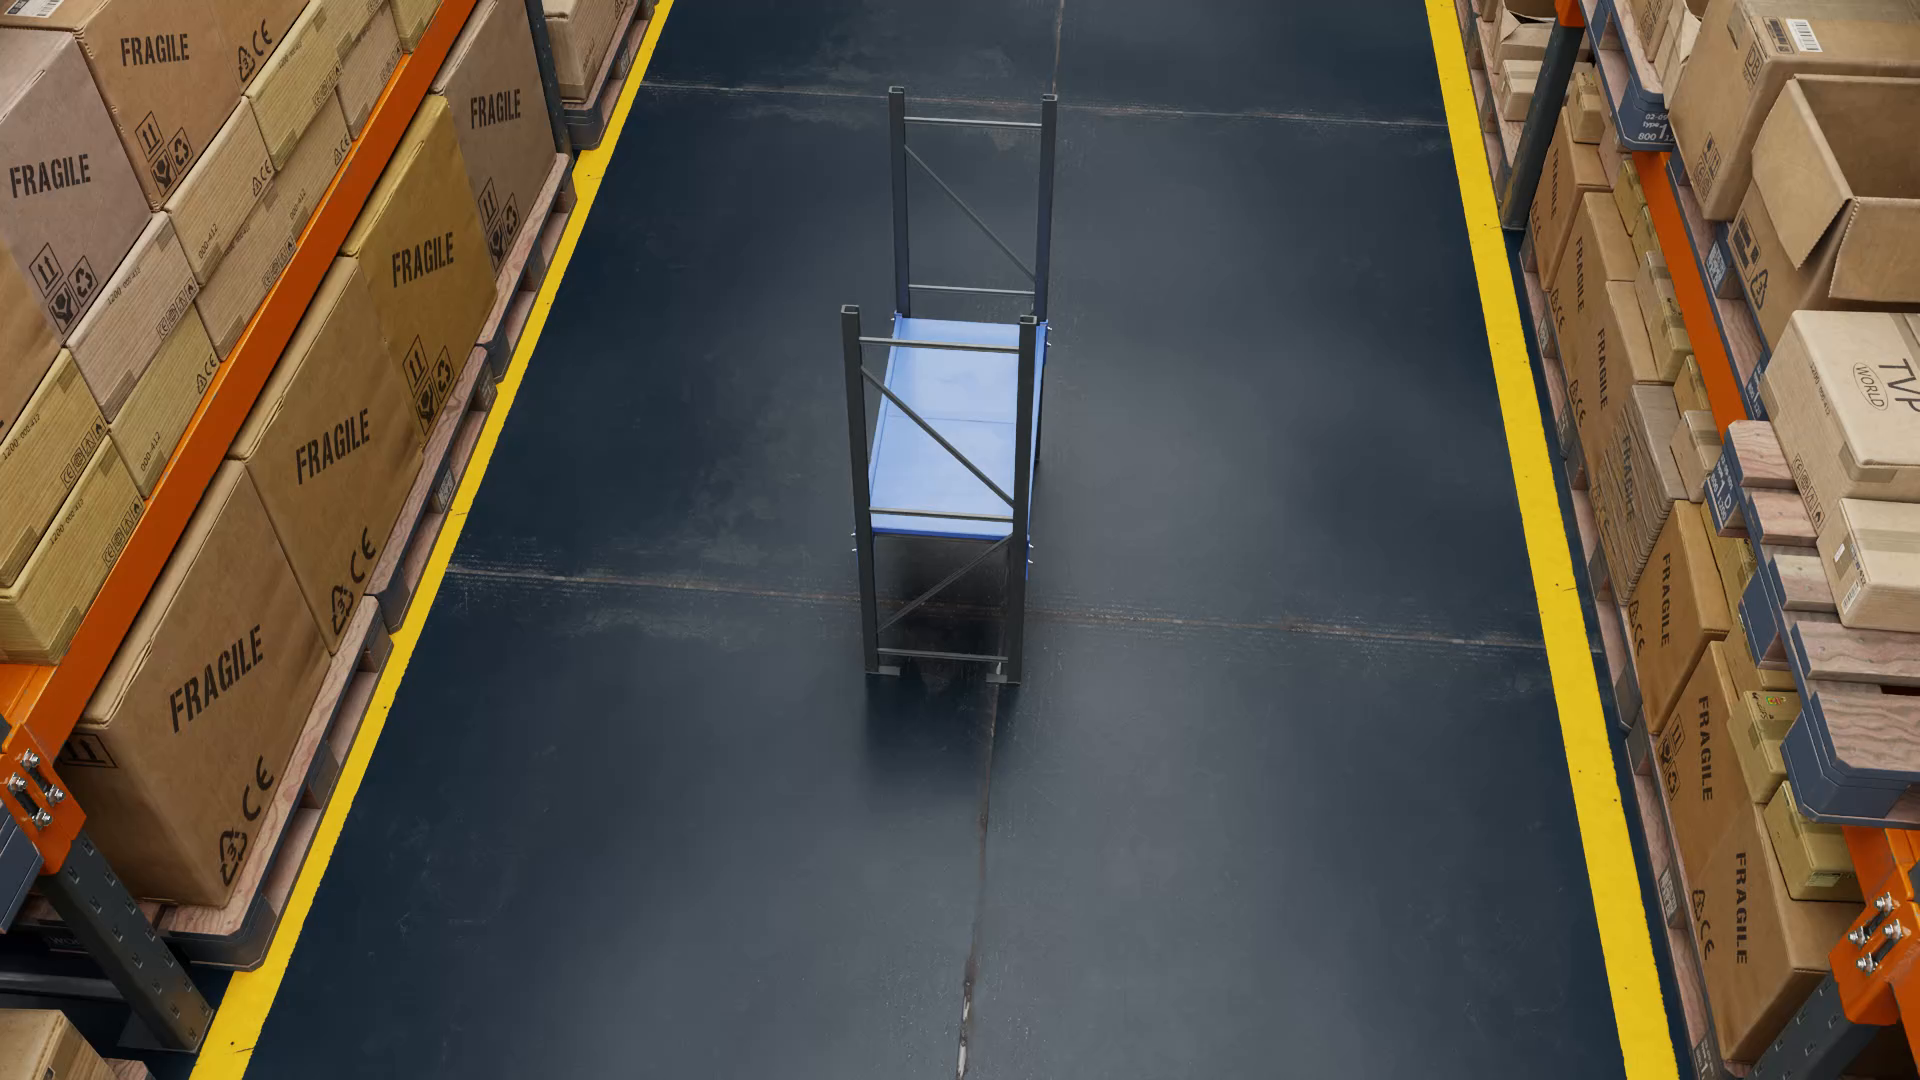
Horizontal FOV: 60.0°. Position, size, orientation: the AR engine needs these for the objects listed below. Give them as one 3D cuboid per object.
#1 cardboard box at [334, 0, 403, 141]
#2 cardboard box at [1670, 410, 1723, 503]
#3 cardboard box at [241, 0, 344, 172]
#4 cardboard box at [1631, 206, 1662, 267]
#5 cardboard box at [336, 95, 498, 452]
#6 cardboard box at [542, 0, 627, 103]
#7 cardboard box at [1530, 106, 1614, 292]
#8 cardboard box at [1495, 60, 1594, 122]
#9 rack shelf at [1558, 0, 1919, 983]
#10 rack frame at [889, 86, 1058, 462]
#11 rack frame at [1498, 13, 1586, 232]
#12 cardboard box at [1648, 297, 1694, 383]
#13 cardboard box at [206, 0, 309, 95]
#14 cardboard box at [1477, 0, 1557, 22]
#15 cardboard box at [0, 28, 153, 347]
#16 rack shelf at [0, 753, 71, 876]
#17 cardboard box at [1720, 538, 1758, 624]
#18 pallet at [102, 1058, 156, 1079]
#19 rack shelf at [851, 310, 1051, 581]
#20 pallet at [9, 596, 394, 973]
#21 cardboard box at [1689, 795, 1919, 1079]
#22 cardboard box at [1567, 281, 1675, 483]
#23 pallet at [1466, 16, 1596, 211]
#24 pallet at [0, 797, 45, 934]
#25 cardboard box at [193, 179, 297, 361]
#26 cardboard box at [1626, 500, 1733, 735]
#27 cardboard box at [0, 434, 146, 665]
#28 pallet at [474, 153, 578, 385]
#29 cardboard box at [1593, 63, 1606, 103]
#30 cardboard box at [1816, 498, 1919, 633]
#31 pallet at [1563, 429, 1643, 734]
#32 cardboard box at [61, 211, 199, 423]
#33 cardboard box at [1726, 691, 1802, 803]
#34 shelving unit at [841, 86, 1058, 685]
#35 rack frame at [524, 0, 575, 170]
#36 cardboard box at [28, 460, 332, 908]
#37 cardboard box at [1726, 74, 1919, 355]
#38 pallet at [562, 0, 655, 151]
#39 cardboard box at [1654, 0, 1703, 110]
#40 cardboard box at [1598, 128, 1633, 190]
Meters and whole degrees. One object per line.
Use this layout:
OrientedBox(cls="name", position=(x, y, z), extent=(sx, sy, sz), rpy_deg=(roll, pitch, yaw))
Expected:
OrientedBox(cls="cardboard box", position=(-2.084, -1.502, 5.193), extent=(0.500, 0.250, 0.500), rpy_deg=(3, 48, 2))
OrientedBox(cls="cardboard box", position=(2.339, -0.242, 4.909), extent=(0.380, 0.149, 0.250), rpy_deg=(2, 48, 2))
OrientedBox(cls="cardboard box", position=(-2.089, -1.295, 4.664), extent=(0.500, 0.250, 0.500), rpy_deg=(5, 48, 4))
OrientedBox(cls="cardboard box", position=(2.492, -0.983, 5.586), extent=(0.380, 0.149, 0.250), rpy_deg=(3, 48, 3))
OrientedBox(cls="cardboard box", position=(-2.233, -0.943, 5.735), extent=(0.875, 0.875, 0.875), rpy_deg=(5, 48, 5))
OrientedBox(cls="cardboard box", position=(-2.018, -2.374, 7.341), extent=(0.875, 0.438, 0.875), rpy_deg=(3, 48, 3))
OrientedBox(cls="cardboard box", position=(2.493, -1.270, 6.288), extent=(0.500, 0.500, 0.500), rpy_deg=(6, 48, 5))
OrientedBox(cls="cardboard box", position=(2.520, -1.921, 7.121), extent=(0.380, 0.149, 0.250), rpy_deg=(3, 48, 2))
OrientedBox(cls="rack shelf", position=(2.579, -0.600, 4.753), extent=(1.077, 0.370, 4.000), rpy_deg=(4, 48, 4))
OrientedBox(cls="rack frame", position=(0.039, -0.817, 5.481), extent=(0.500, 1.500, 0.032), rpy_deg=(4, 48, 4))
OrientedBox(cls="rack frame", position=(2.761, -2.312, 5.832), extent=(1.000, 3.000, 0.127), rpy_deg=(4, 48, 4))
OrientedBox(cls="cardboard box", position=(2.407, -0.620, 5.254), extent=(0.380, 0.149, 0.250), rpy_deg=(5, 48, 5))
OrientedBox(cls="cardboard box", position=(-2.110, -1.536, 4.377), extent=(0.500, 0.500, 0.500), rpy_deg=(5, 48, 4))
OrientedBox(cls="cardboard box", position=(2.765, -2.718, 7.613), extent=(0.700, 0.500, 0.500), rpy_deg=(2, 48, 2))
OrientedBox(cls="cardboard box", position=(-2.222, -0.786, 3.691), extent=(0.500, 0.500, 0.500), rpy_deg=(4, 48, 4))
OrientedBox(cls="rack shelf", position=(-2.729, 2.009, 2.368), extent=(1.077, 0.370, 4.000), rpy_deg=(4, 48, 4))
OrientedBox(cls="cardboard box", position=(2.321, 0.146, 4.553), extent=(0.380, 0.149, 0.250), rpy_deg=(5, 48, 5))
OrientedBox(cls="pallet", position=(-2.619, 1.811, 3.950), extent=(1.003, 0.211, 1.213), rpy_deg=(4, 48, 4))
OrientedBox(cls="rack shelf", position=(-0.008, -0.322, 5.272), extent=(0.538, 0.185, 1.000), rpy_deg=(4, 48, 4))
OrientedBox(cls="pallet", position=(-2.400, 0.663, 5.001), extent=(1.003, 0.211, 1.213), rpy_deg=(4, 48, 4))
OrientedBox(cls="cardboard box", position=(2.221, 1.004, 4.208), extent=(0.500, 0.500, 0.500), rpy_deg=(5, 48, 5))
OrientedBox(cls="cardboard box", position=(2.405, -0.511, 5.594), extent=(0.500, 0.500, 0.500), rpy_deg=(3, 48, 2))
OrientedBox(cls="pallet", position=(2.825, -1.875, 7.322), extent=(1.003, 0.211, 1.213), rpy_deg=(4, 48, 4))
OrientedBox(cls="pallet", position=(-2.505, 0.892, 3.032), extent=(1.213, 0.211, 1.003), rpy_deg=(4, 48, 4))
OrientedBox(cls="cardboard box", position=(-2.168, -0.760, 4.514), extent=(0.500, 0.250, 0.500), rpy_deg=(5, 48, 5))
OrientedBox(cls="cardboard box", position=(2.322, 0.252, 4.896), extent=(0.500, 0.500, 0.500), rpy_deg=(6, 48, 5))
OrientedBox(cls="cardboard box", position=(-2.251, 0.004, 3.815), extent=(0.500, 0.250, 0.500), rpy_deg=(3, 48, 3))
OrientedBox(cls="pallet", position=(-2.177, -1.130, 6.640), extent=(1.003, 0.211, 1.213), rpy_deg=(4, 48, 4))
OrientedBox(cls="cardboard box", position=(2.524, -1.680, 6.022), extent=(0.380, 0.149, 0.250), rpy_deg=(3, 48, 3))
OrientedBox(cls="cardboard box", position=(2.075, 0.062, 3.546), extent=(0.380, 0.149, 0.250), rpy_deg=(5, 48, 4))
OrientedBox(cls="pallet", position=(2.616, 0.128, 5.490), extent=(1.003, 0.211, 1.213), rpy_deg=(4, 48, 4))
OrientedBox(cls="cardboard box", position=(-2.206, -0.557, 3.990), extent=(0.500, 0.250, 0.500), rpy_deg=(5, 48, 4))
OrientedBox(cls="cardboard box", position=(2.184, 0.528, 4.204), extent=(0.380, 0.149, 0.250), rpy_deg=(2, 48, 2))
OrientedBox(cls="shelving unit", position=(-0.008, -0.443, 5.139), extent=(0.538, 1.500, 1.048), rpy_deg=(4, 48, 4))
OrientedBox(cls="rack frame", position=(-2.182, -2.643, 6.135), extent=(1.000, 3.000, 0.127), rpy_deg=(4, 48, 4))
OrientedBox(cls="cardboard box", position=(-2.401, 0.370, 4.535), extent=(0.875, 0.875, 0.875), rpy_deg=(3, 48, 3))
OrientedBox(cls="cardboard box", position=(2.362, -0.761, 4.059), extent=(0.797, 0.503, 0.637), rpy_deg=(3, 48, 3))
OrientedBox(cls="pallet", position=(-2.035, -2.256, 7.670), extent=(1.003, 0.211, 1.213), rpy_deg=(4, 48, 4))
OrientedBox(cls="cardboard box", position=(2.253, -1.413, 4.816), extent=(0.396, 0.266, 0.258), rpy_deg=(6, 48, 5))
OrientedBox(cls="cardboard box", position=(2.516, -1.375, 5.944), extent=(0.380, 0.149, 0.250), rpy_deg=(3, 48, 2))
